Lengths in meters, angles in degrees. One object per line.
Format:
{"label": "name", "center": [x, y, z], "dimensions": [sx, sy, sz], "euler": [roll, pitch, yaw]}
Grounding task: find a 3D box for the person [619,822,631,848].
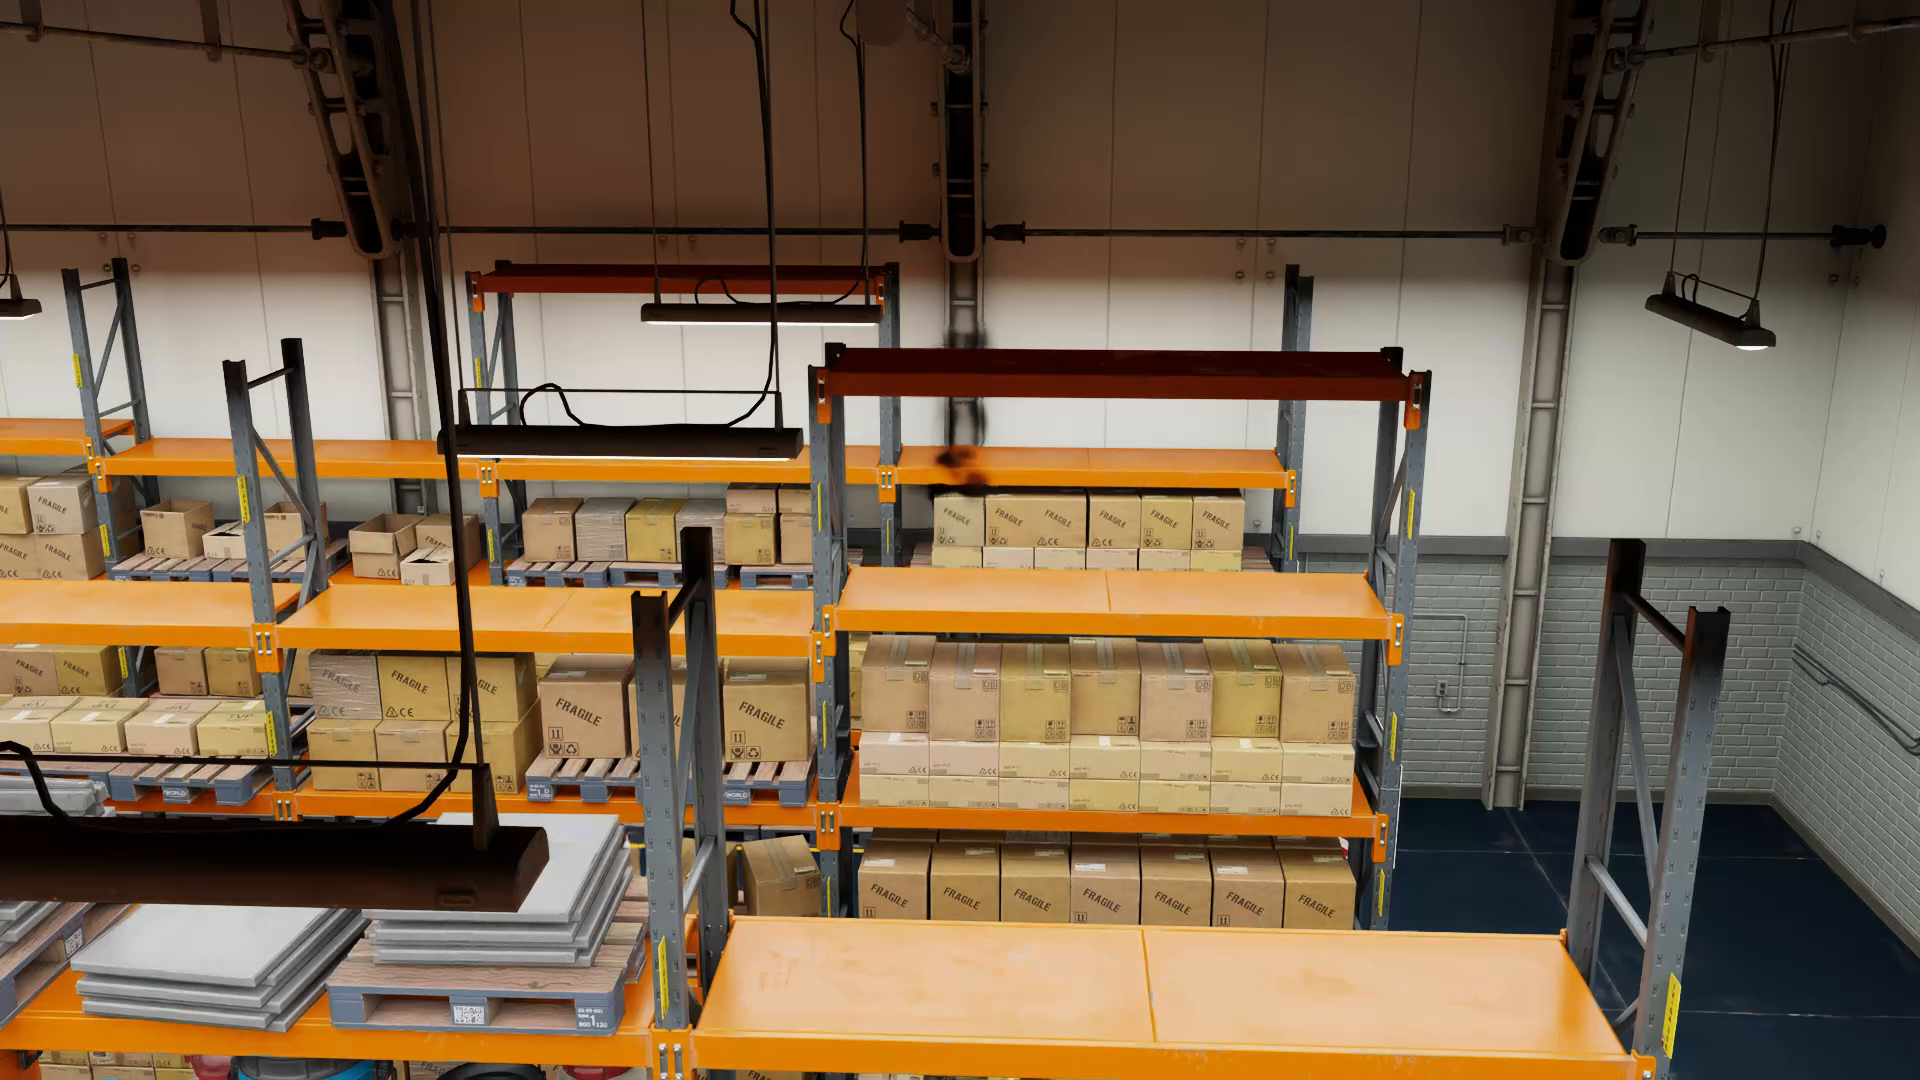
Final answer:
{"label": "person", "center": [-3.206, 2.925, 15.335], "dimensions": [1.046, 1.787, 0.710], "euler": [0, 16, 0]}
